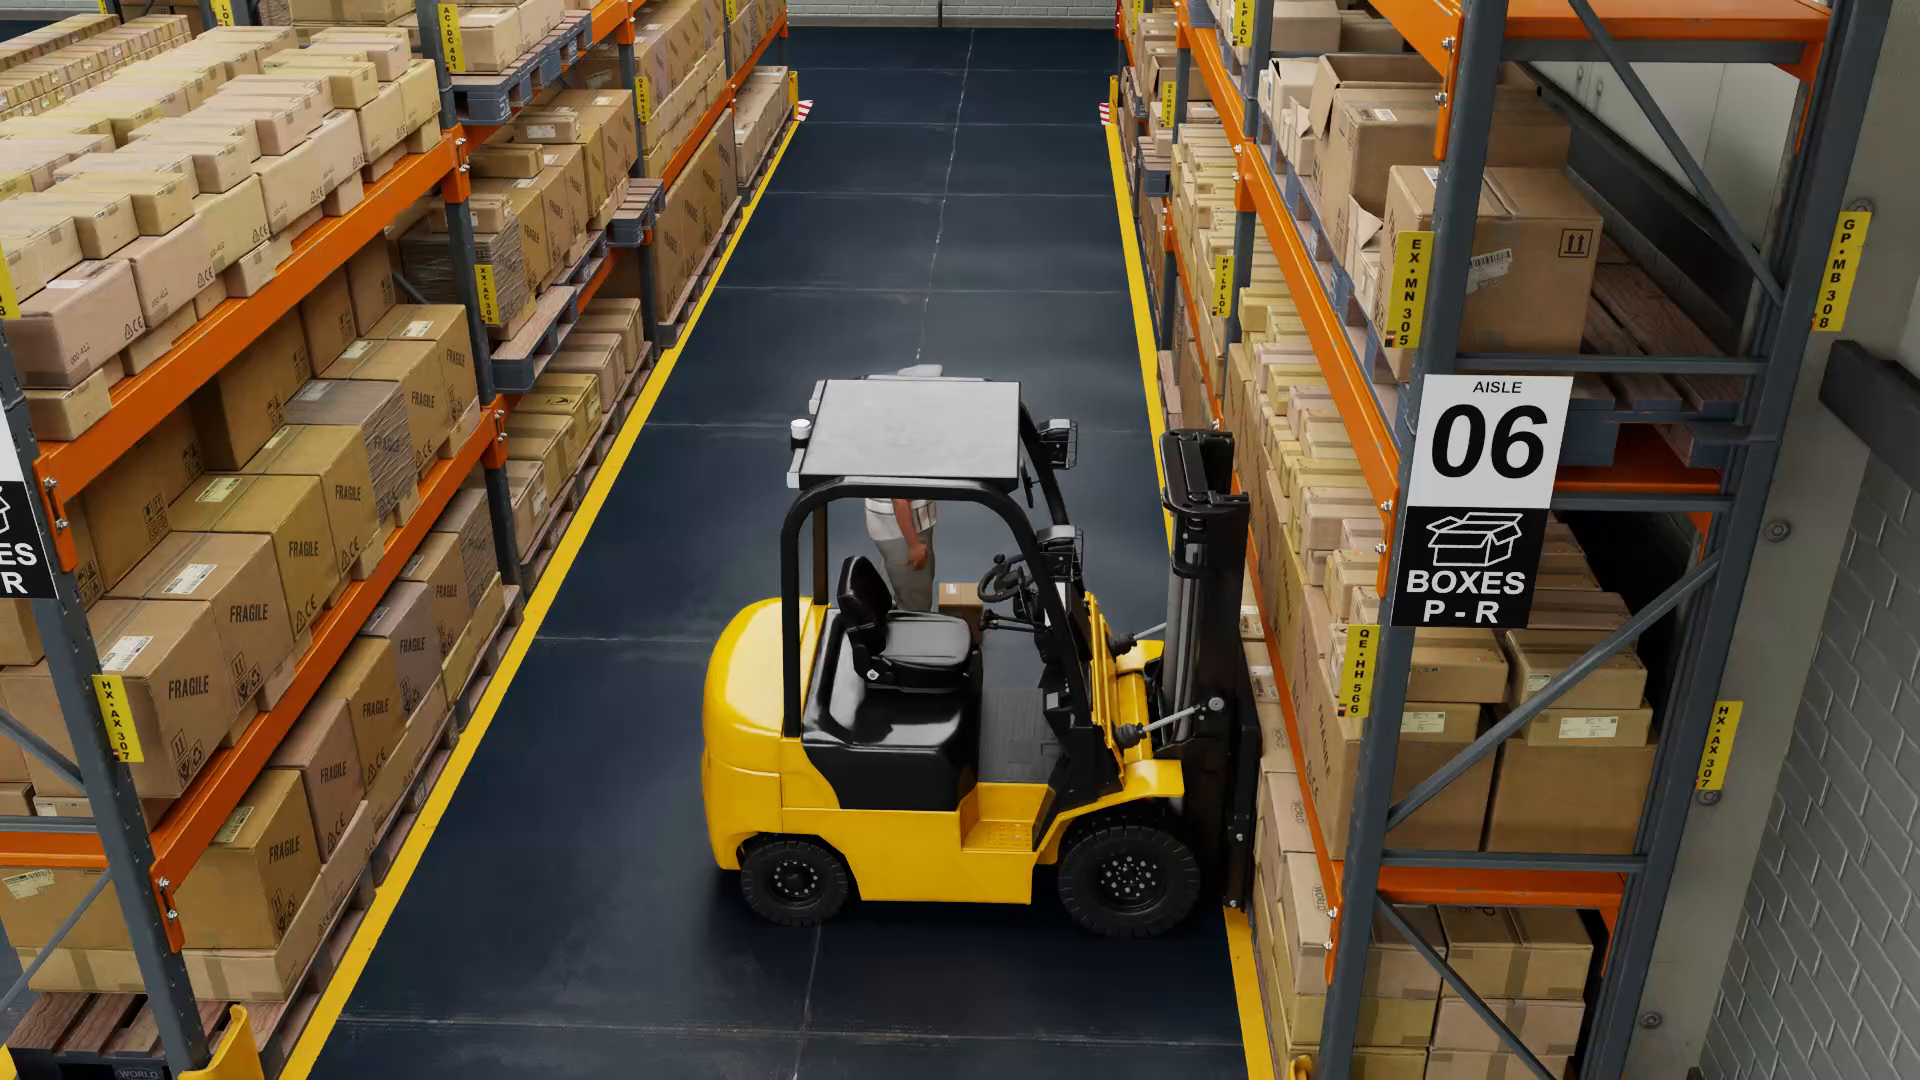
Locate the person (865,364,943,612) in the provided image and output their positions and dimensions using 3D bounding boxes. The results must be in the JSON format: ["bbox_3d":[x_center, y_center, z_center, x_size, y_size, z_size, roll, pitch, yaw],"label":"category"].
[{"bbox_3d":[-0.280,-0.083,8.771,0.436,1.747,0.599,-1,28,-1],"label":"person"}]
